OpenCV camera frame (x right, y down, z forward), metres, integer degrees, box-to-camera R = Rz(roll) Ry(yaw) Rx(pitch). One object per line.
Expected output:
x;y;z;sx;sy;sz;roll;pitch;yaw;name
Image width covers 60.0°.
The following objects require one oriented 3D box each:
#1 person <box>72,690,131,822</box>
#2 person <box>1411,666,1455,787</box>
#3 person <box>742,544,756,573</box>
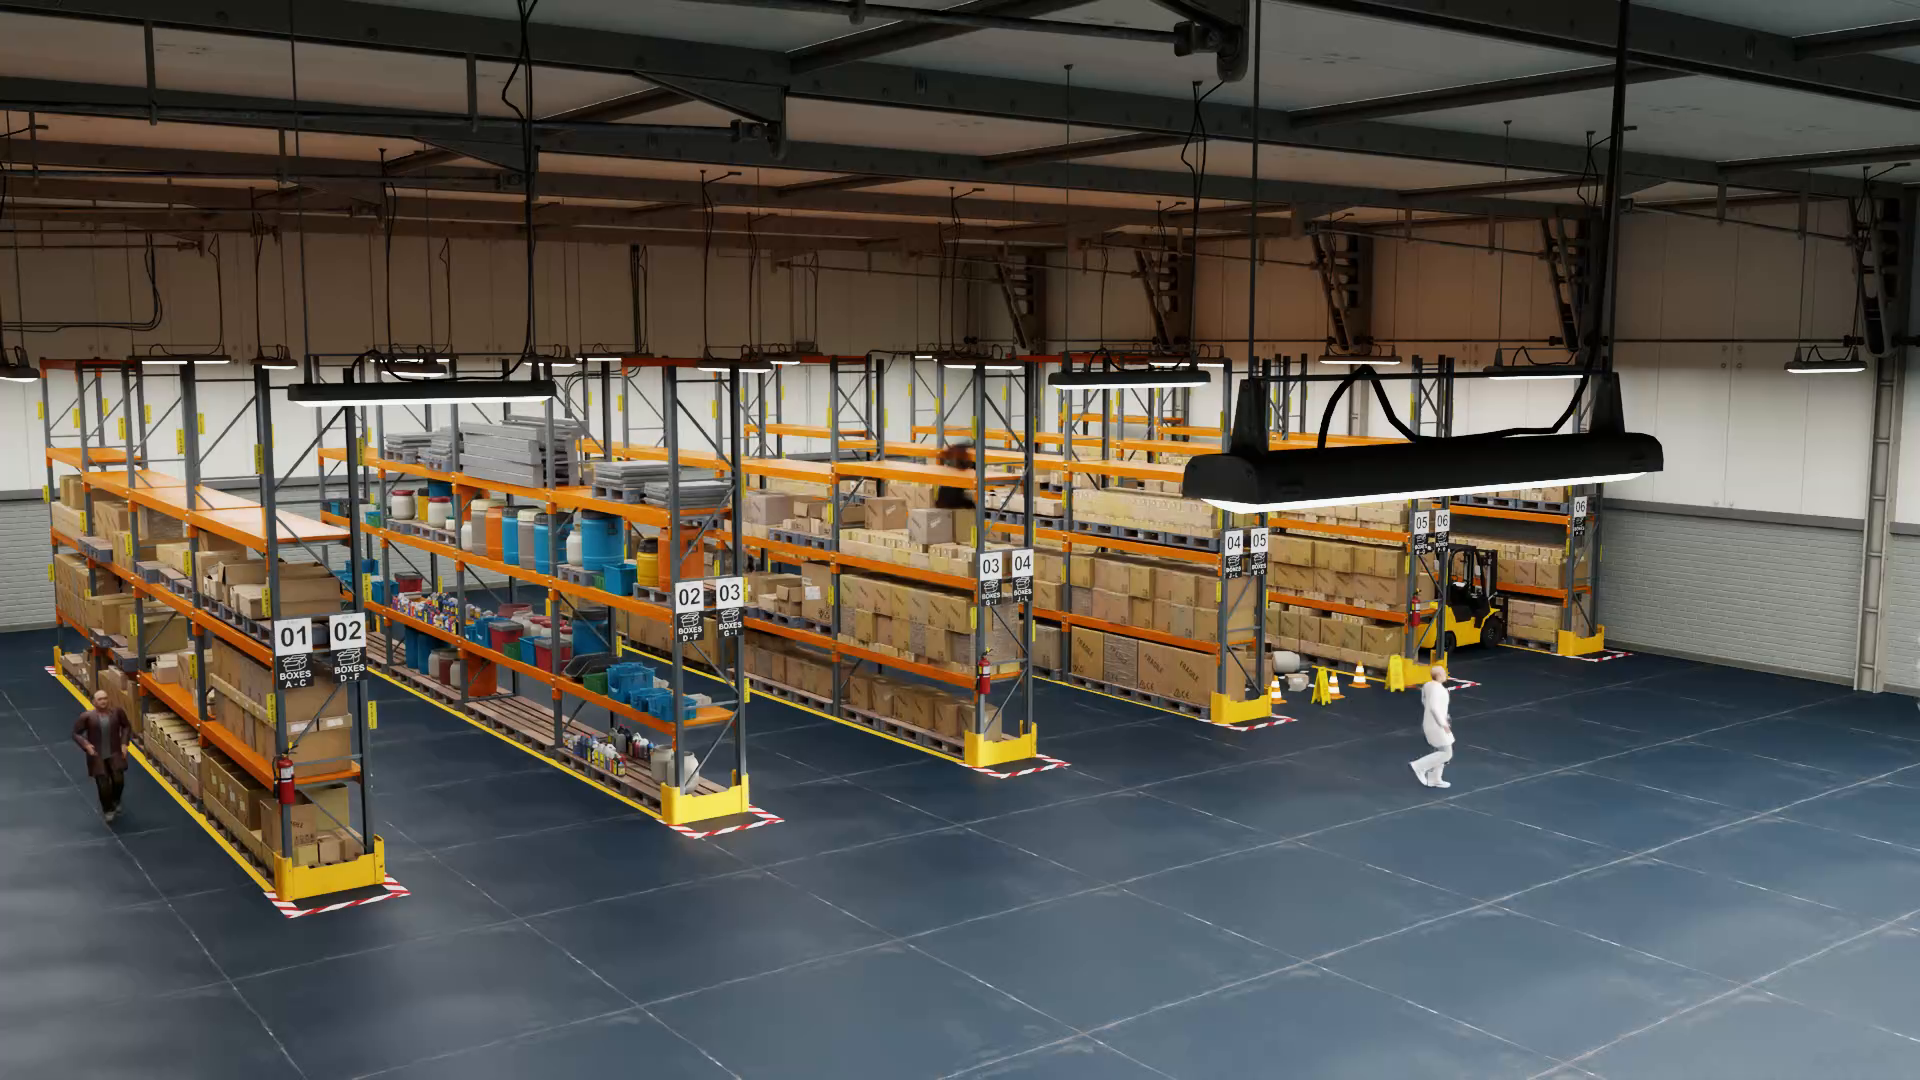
-11.278;2.842;21.912;0.716;1.743;0.630;-5;8;-34;person
6.695;2.645;23.587;0.636;1.750;0.731;0;7;0;person
-4.905;0.931;37.910;0.666;1.729;0.865;-4;8;-30;person
